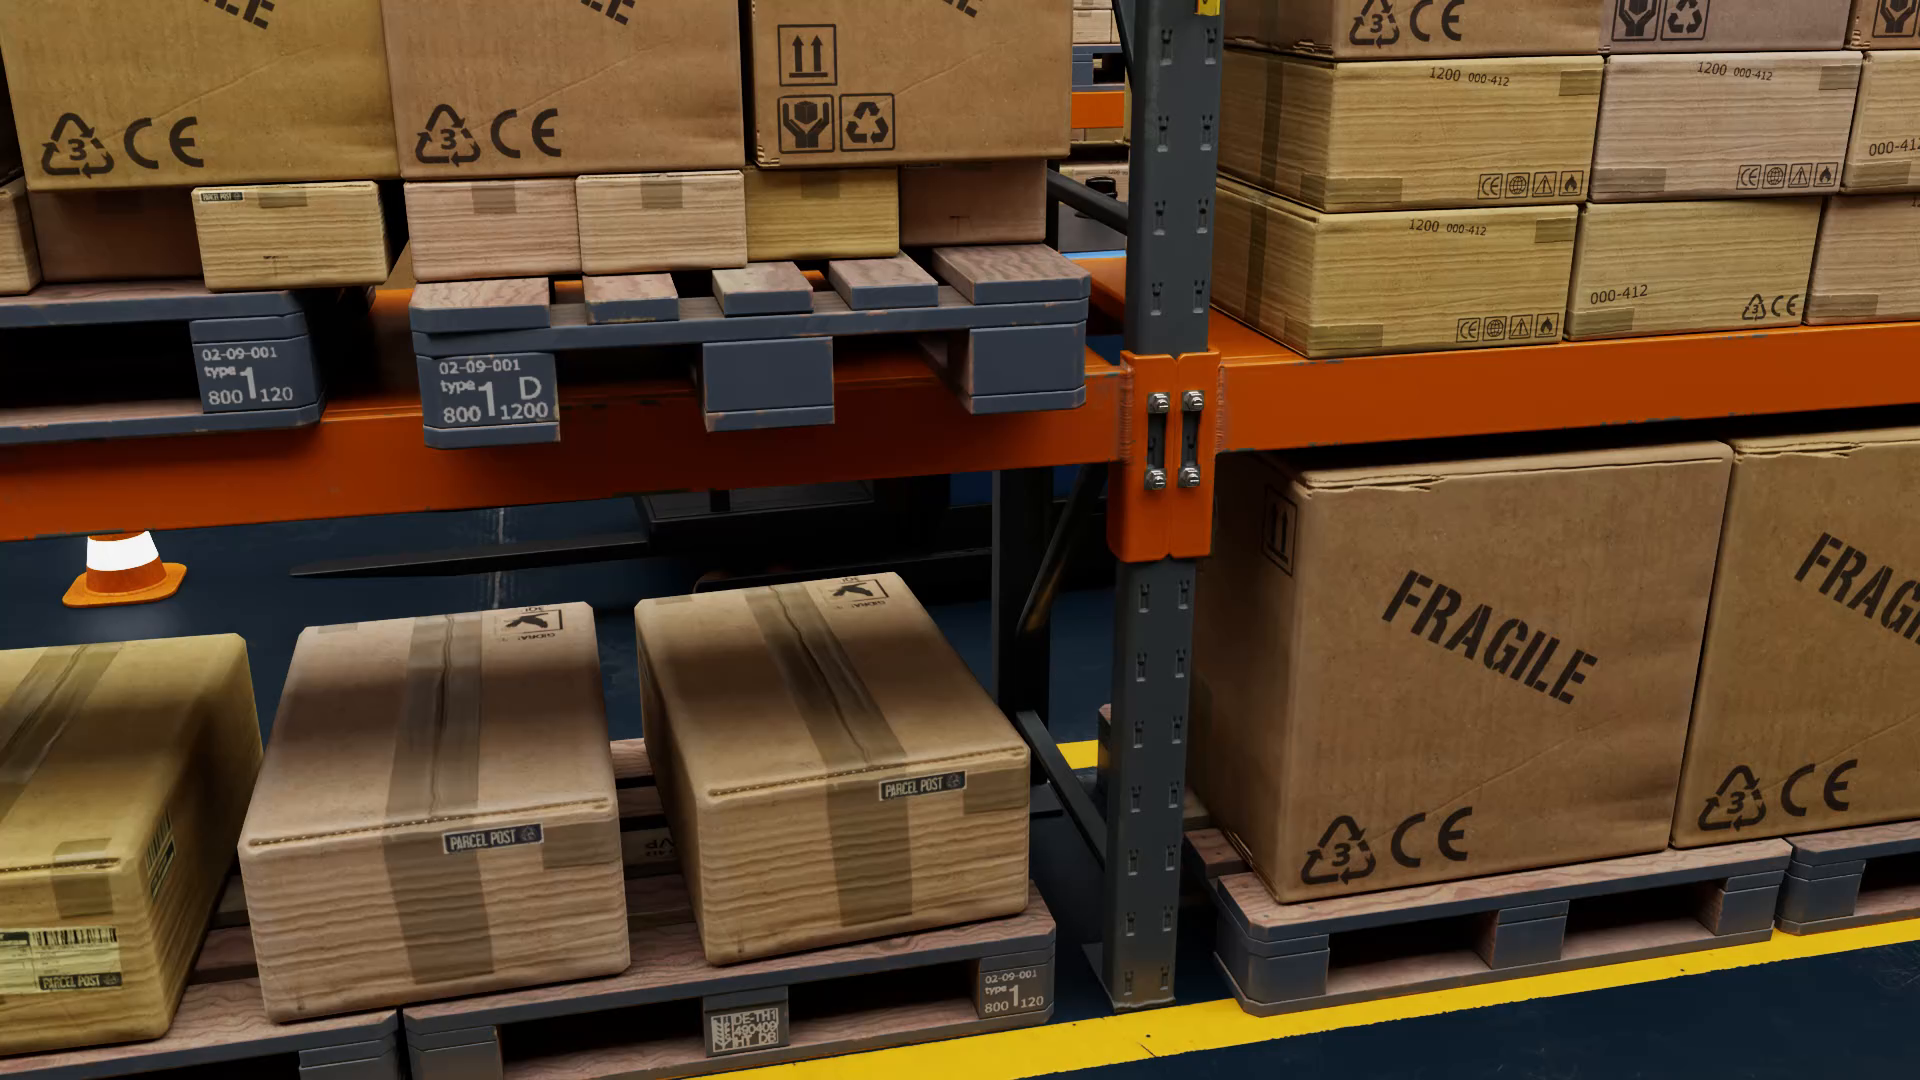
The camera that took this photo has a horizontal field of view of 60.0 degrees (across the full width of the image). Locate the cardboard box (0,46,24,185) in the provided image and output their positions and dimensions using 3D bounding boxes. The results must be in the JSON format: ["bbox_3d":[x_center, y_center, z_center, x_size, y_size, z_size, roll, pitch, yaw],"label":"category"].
[{"bbox_3d":[-1.651,-0.775,2.381,0.500,0.500,0.500,-6,21,-15],"label":"cardboard box"}]

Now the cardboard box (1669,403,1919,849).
[{"bbox_3d":[1.810,0.056,3.779,0.875,0.875,0.875,-4,21,-12],"label":"cardboard box"}]

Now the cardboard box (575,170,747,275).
[{"bbox_3d":[-0.494,-0.542,2.689,0.250,0.149,0.380,-5,21,-13],"label":"cardboard box"}]

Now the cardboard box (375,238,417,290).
[{"bbox_3d":[-2.451,-1.350,7.798,0.750,0.750,1.050,-4,21,-12],"label":"cardboard box"}]

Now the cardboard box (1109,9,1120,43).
[{"bbox_3d":[0.784,-2.450,7.896,0.250,0.149,0.380,-4,21,-12],"label":"cardboard box"}]

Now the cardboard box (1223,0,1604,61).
[{"bbox_3d":[0.786,-1.122,2.917,0.500,0.500,0.500,-5,21,-14],"label":"cardboard box"}]

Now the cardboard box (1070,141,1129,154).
[{"bbox_3d":[0.605,-1.893,8.555,0.500,0.250,0.500,-4,21,-11],"label":"cardboard box"}]

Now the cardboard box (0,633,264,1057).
[{"bbox_3d":[-1.758,0.549,3.165,0.625,0.372,0.950,-4,20,-11],"label":"cardboard box"}]

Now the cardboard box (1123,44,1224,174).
[{"bbox_3d":[0.663,-0.936,3.500,0.500,0.250,0.500,-5,21,-13],"label":"cardboard box"}]

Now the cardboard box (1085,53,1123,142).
[{"bbox_3d":[1.244,-3.424,13.280,0.875,0.875,1.225,-5,21,-12],"label":"cardboard box"}]

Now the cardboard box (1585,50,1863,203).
[{"bbox_3d":[1.303,-0.811,3.158,0.500,0.250,0.500,-4,21,-11],"label":"cardboard box"}]

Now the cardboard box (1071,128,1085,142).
[{"bbox_3d":[0.375,-3.353,13.086,0.875,0.875,1.225,-5,21,-14],"label":"cardboard box"}]

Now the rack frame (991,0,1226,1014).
[{"bbox_3d":[0.250,-0.648,3.223,0.127,3.000,1.000,-5,21,-12],"label":"rack frame"}]

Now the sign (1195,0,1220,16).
[{"bbox_3d":[0.384,-0.974,2.544,0.005,0.325,0.100,-5,21,-12],"label":"sign"}]

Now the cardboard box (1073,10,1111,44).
[{"bbox_3d":[0.539,-2.431,7.844,0.250,0.149,0.380,-4,20,-11],"label":"cardboard box"}]

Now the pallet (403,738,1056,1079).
[{"bbox_3d":[-0.511,0.722,3.535,1.213,0.211,1.003,-5,21,-12],"label":"pallet"}]

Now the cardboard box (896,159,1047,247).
[{"bbox_3d":[-0.015,-0.623,2.908,0.250,0.149,0.380,-4,20,-10],"label":"cardboard box"}]

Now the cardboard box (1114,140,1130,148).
[{"bbox_3d":[1.111,-1.937,8.676,0.500,0.250,0.500,-4,20,-10],"label":"cardboard box"}]

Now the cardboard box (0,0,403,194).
[{"bbox_3d":[-1.120,-0.818,2.499,0.500,0.500,0.500,-6,21,-16],"label":"cardboard box"}]

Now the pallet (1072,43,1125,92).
[{"bbox_3d":[0.930,-2.377,8.223,1.213,0.211,1.003,-5,21,-12],"label":"pallet"}]

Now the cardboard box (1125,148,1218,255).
[{"bbox_3d":[0.683,-0.705,3.596,0.500,0.250,0.500,-5,21,-14],"label":"cardboard box"}]

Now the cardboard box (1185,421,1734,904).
[{"bbox_3d":[0.941,0.125,3.590,0.875,0.875,0.875,-5,21,-13],"label":"cardboard box"}]

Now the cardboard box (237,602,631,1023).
[{"bbox_3d":[-1.018,0.491,3.323,0.625,0.372,0.950,-5,21,-14],"label":"cardboard box"}]

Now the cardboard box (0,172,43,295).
[{"bbox_3d":[-1.504,-0.474,2.501,0.250,0.149,0.380,-5,21,-14],"label":"cardboard box"}]

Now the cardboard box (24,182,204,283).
[{"bbox_3d":[-1.279,-0.521,2.630,0.250,0.149,0.380,-4,21,-12],"label":"cardboard box"}]

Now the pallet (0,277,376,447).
[{"bbox_3d":[-1.667,-0.388,2.791,1.213,0.211,1.003,-5,21,-12],"label":"pallet"}]

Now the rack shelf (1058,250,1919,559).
[{"bbox_3d":[2.196,-0.469,3.779,4.000,0.370,1.077,-5,21,-12],"label":"rack shelf"}]

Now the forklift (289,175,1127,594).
[{"bbox_3d":[-0.606,-1.316,5.147,3.031,2.935,1.130,-6,21,-15],"label":"forklift"}]

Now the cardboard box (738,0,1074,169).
[{"bbox_3d":[-0.128,-0.903,2.730,0.500,0.500,0.500,-5,21,-14],"label":"cardboard box"}]

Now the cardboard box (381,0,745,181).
[{"bbox_3d":[-0.629,-0.858,2.609,0.500,0.500,0.500,-5,21,-13],"label":"cardboard box"}]

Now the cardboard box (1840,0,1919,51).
[{"bbox_3d":[1.774,-1.200,3.131,0.500,0.500,0.500,-4,21,-11],"label":"cardboard box"}]

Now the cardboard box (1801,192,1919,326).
[{"bbox_3d":[1.792,-0.618,3.360,0.500,0.250,0.500,-4,20,-11],"label":"cardboard box"}]

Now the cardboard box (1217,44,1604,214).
[{"bbox_3d":[0.800,-0.770,3.047,0.500,0.250,0.500,-5,21,-13],"label":"cardboard box"}]

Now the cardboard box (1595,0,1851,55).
[{"bbox_3d":[1.267,-1.164,3.033,0.500,0.500,0.500,-5,21,-12],"label":"cardboard box"}]

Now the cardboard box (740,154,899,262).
[{"bbox_3d":[-0.259,-0.577,2.784,0.250,0.149,0.380,-4,21,-12],"label":"cardboard box"}]

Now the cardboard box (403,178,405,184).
[{"bbox_3d":[-0.941,-0.732,3.206,0.250,0.149,0.380,-5,21,-12],"label":"cardboard box"}]

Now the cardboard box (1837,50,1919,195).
[{"bbox_3d":[1.791,-0.846,3.254,0.500,0.250,0.500,-5,21,-13],"label":"cardboard box"}]

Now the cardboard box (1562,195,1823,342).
[{"bbox_3d":[1.280,-0.579,3.252,0.500,0.250,0.500,-5,21,-14],"label":"cardboard box"}]

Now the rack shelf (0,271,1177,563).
[{"bbox_3d":[-1.696,-0.152,2.915,4.000,0.370,1.077,-5,21,-12],"label":"rack shelf"}]

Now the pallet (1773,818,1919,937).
[{"bbox_3d":[2.220,0.529,4.065,1.213,0.211,1.003,-5,21,-12],"label":"pallet"}]

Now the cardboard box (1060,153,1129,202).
[{"bbox_3d":[0.718,-1.721,8.086,0.500,0.250,0.500,-4,21,-12],"label":"cardboard box"}]

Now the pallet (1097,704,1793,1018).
[{"bbox_3d":[1.035,0.624,3.804,1.213,0.211,1.003,-5,21,-12],"label":"pallet"}]

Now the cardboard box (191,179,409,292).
[{"bbox_3d":[-1.005,-0.499,2.570,0.250,0.149,0.380,-4,21,-12],"label":"cardboard box"}]

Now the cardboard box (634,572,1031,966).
[{"bbox_3d":[-0.302,0.430,3.490,0.625,0.372,0.950,-6,21,-16],"label":"cardboard box"}]

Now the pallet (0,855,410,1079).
[{"bbox_3d":[-1.696,0.818,3.275,1.213,0.211,1.003,-5,21,-12],"label":"pallet"}]

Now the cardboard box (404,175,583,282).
[{"bbox_3d":[-0.741,-0.525,2.642,0.250,0.149,0.380,-6,21,-15],"label":"cardboard box"}]

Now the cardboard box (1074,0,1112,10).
[{"bbox_3d":[0.540,-2.571,7.794,0.250,0.149,0.380,-5,21,-12],"label":"cardboard box"}]

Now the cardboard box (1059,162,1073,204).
[{"bbox_3d":[0.233,-1.686,7.991,0.500,0.250,0.500,-5,21,-13],"label":"cardboard box"}]

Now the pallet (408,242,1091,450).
[{"bbox_3d":[-0.419,-0.466,3.005,1.003,0.211,1.213,-5,21,-12],"label":"pallet"}]

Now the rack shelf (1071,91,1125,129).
[{"bbox_3d":[0.959,-2.118,8.281,4.000,0.370,1.077,-5,21,-12],"label":"rack shelf"}]

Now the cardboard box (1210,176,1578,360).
[{"bbox_3d":[0.784,-0.532,3.125,0.500,0.250,0.500,-5,21,-13],"label":"cardboard box"}]

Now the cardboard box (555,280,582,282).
[{"bbox_3d":[-1.601,-1.420,7.990,0.750,0.750,1.050,-5,21,-13],"label":"cardboard box"}]

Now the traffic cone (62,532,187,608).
[{"bbox_3d":[-2.706,-0.065,5.319,0.334,0.463,0.336,-5,21,-12],"label":"traffic cone"}]
